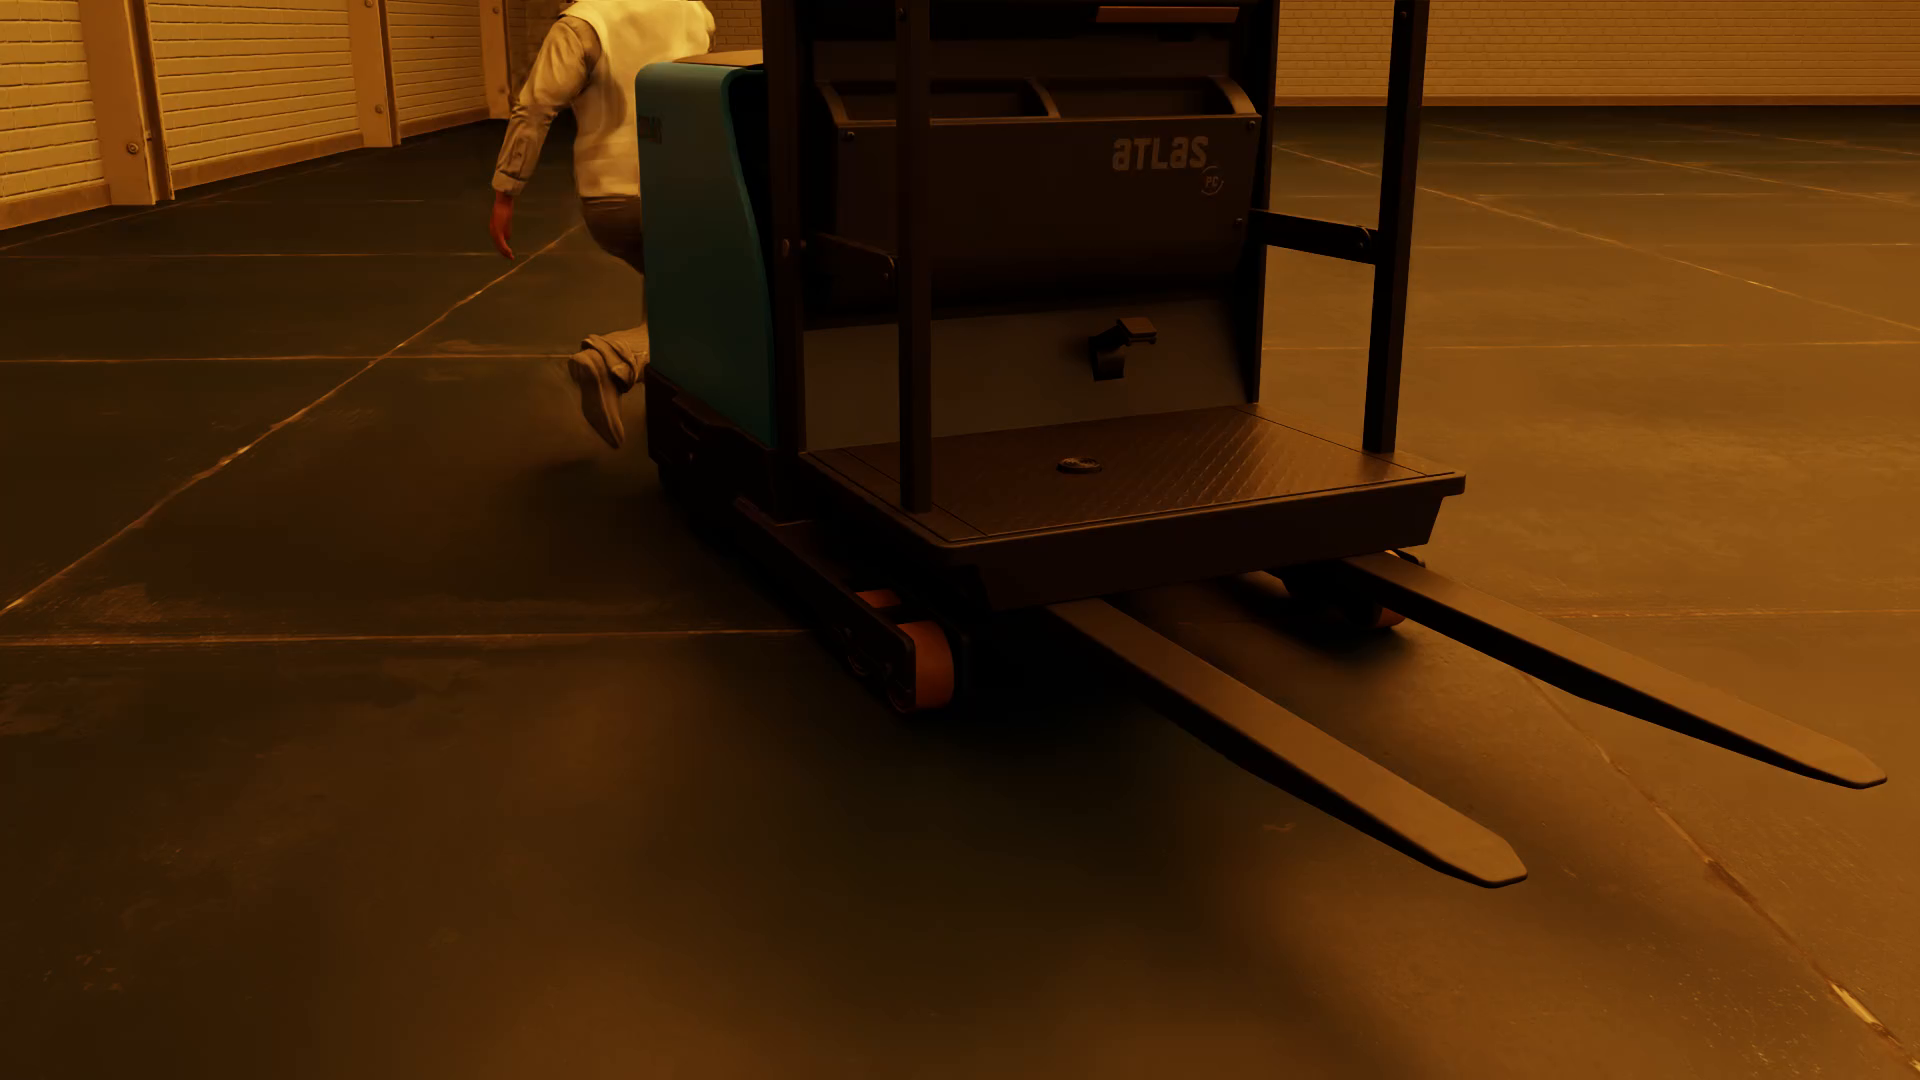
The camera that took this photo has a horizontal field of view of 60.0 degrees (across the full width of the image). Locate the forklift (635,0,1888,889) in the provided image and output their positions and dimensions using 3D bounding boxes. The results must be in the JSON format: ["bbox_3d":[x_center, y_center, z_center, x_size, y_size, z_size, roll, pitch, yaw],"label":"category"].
[{"bbox_3d":[0.258,-1.240,2.962,1.130,2.935,3.031,-8,19,-24],"label":"forklift"}]

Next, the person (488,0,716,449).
[{"bbox_3d":[-0.988,-1.052,4.806,0.632,1.547,0.880,1,17,2],"label":"person"}]
